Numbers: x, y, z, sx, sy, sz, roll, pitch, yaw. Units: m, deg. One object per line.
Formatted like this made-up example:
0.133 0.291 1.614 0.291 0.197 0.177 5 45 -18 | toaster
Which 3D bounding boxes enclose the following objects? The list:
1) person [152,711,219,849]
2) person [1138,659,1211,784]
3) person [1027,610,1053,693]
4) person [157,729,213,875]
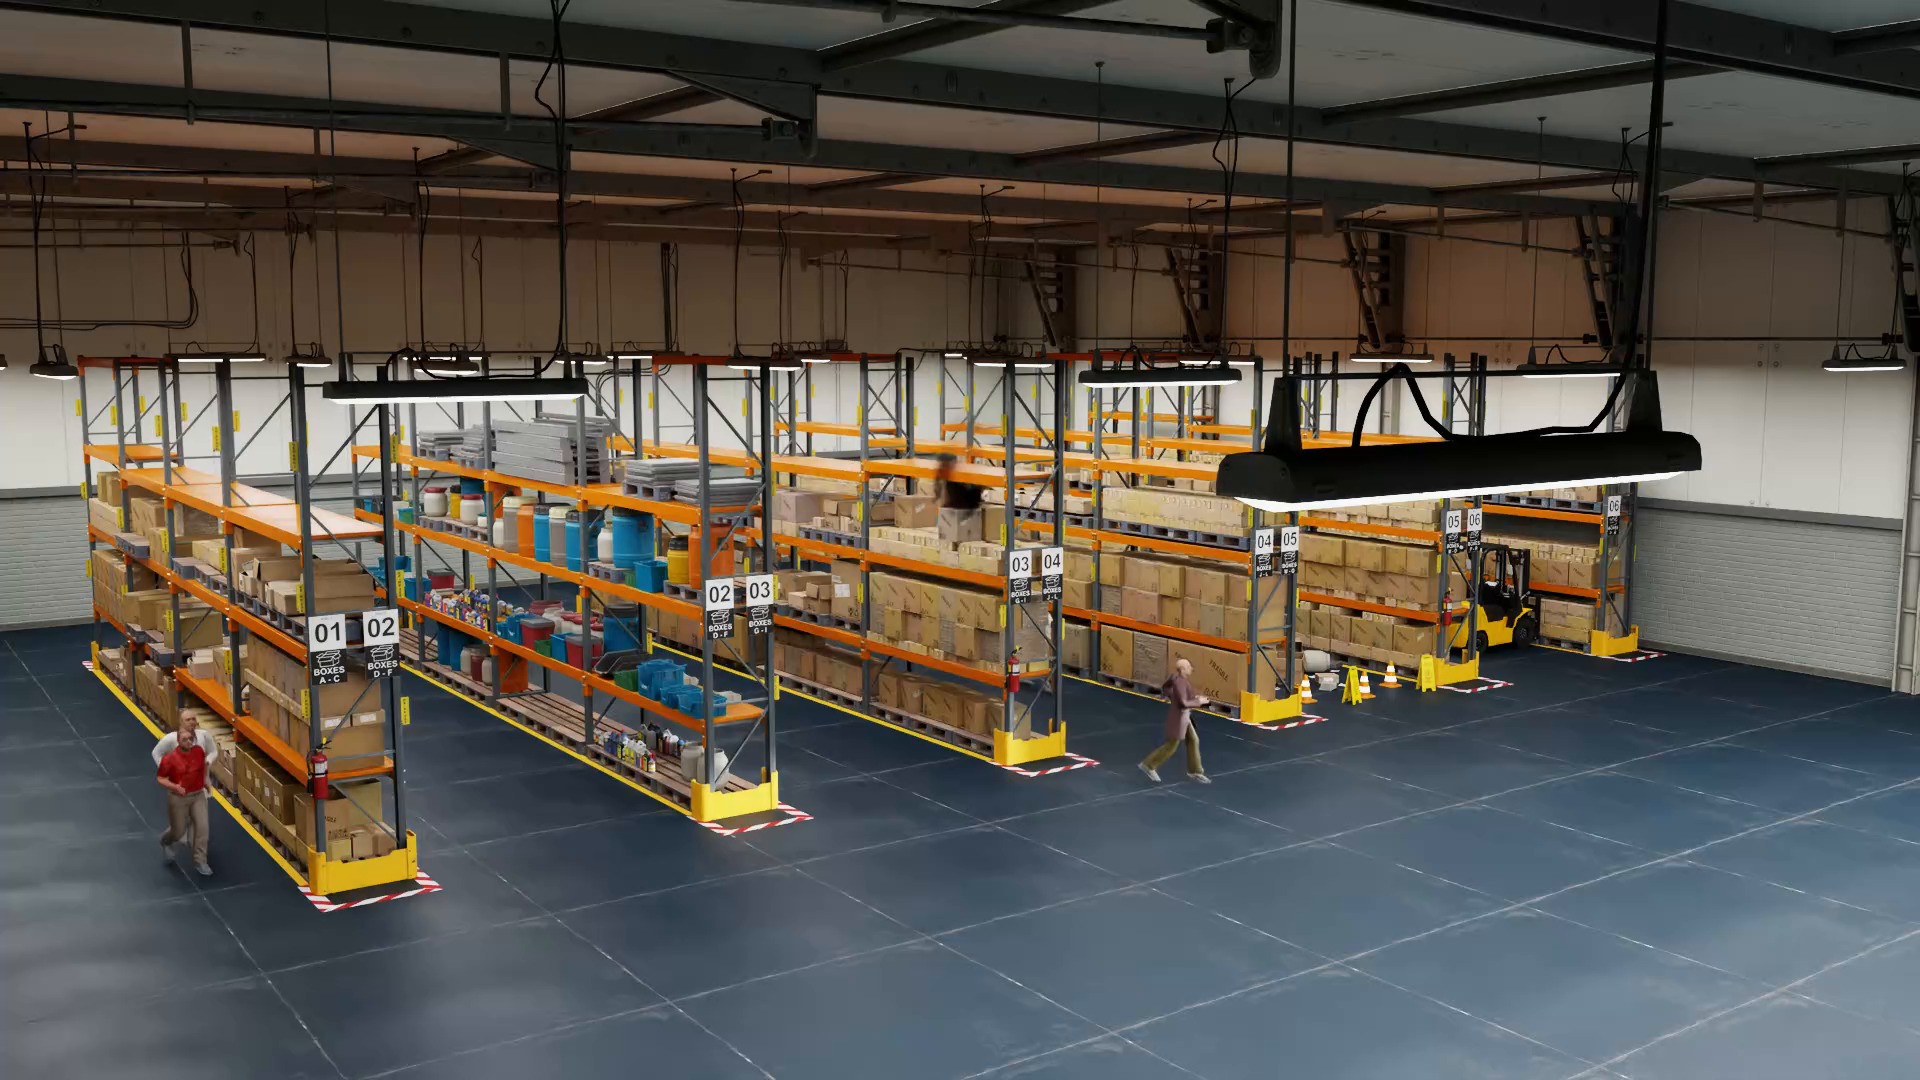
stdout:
-9.507 2.979 20.575 0.616 1.736 0.714 6 9 42 | person
3.066 2.584 23.643 1.040 1.818 0.725 1 7 7 | person
1.437 1.812 29.847 0.989 1.754 0.700 7 10 43 | person
-9.247 3.084 19.827 0.943 1.719 0.647 6 9 41 | person
